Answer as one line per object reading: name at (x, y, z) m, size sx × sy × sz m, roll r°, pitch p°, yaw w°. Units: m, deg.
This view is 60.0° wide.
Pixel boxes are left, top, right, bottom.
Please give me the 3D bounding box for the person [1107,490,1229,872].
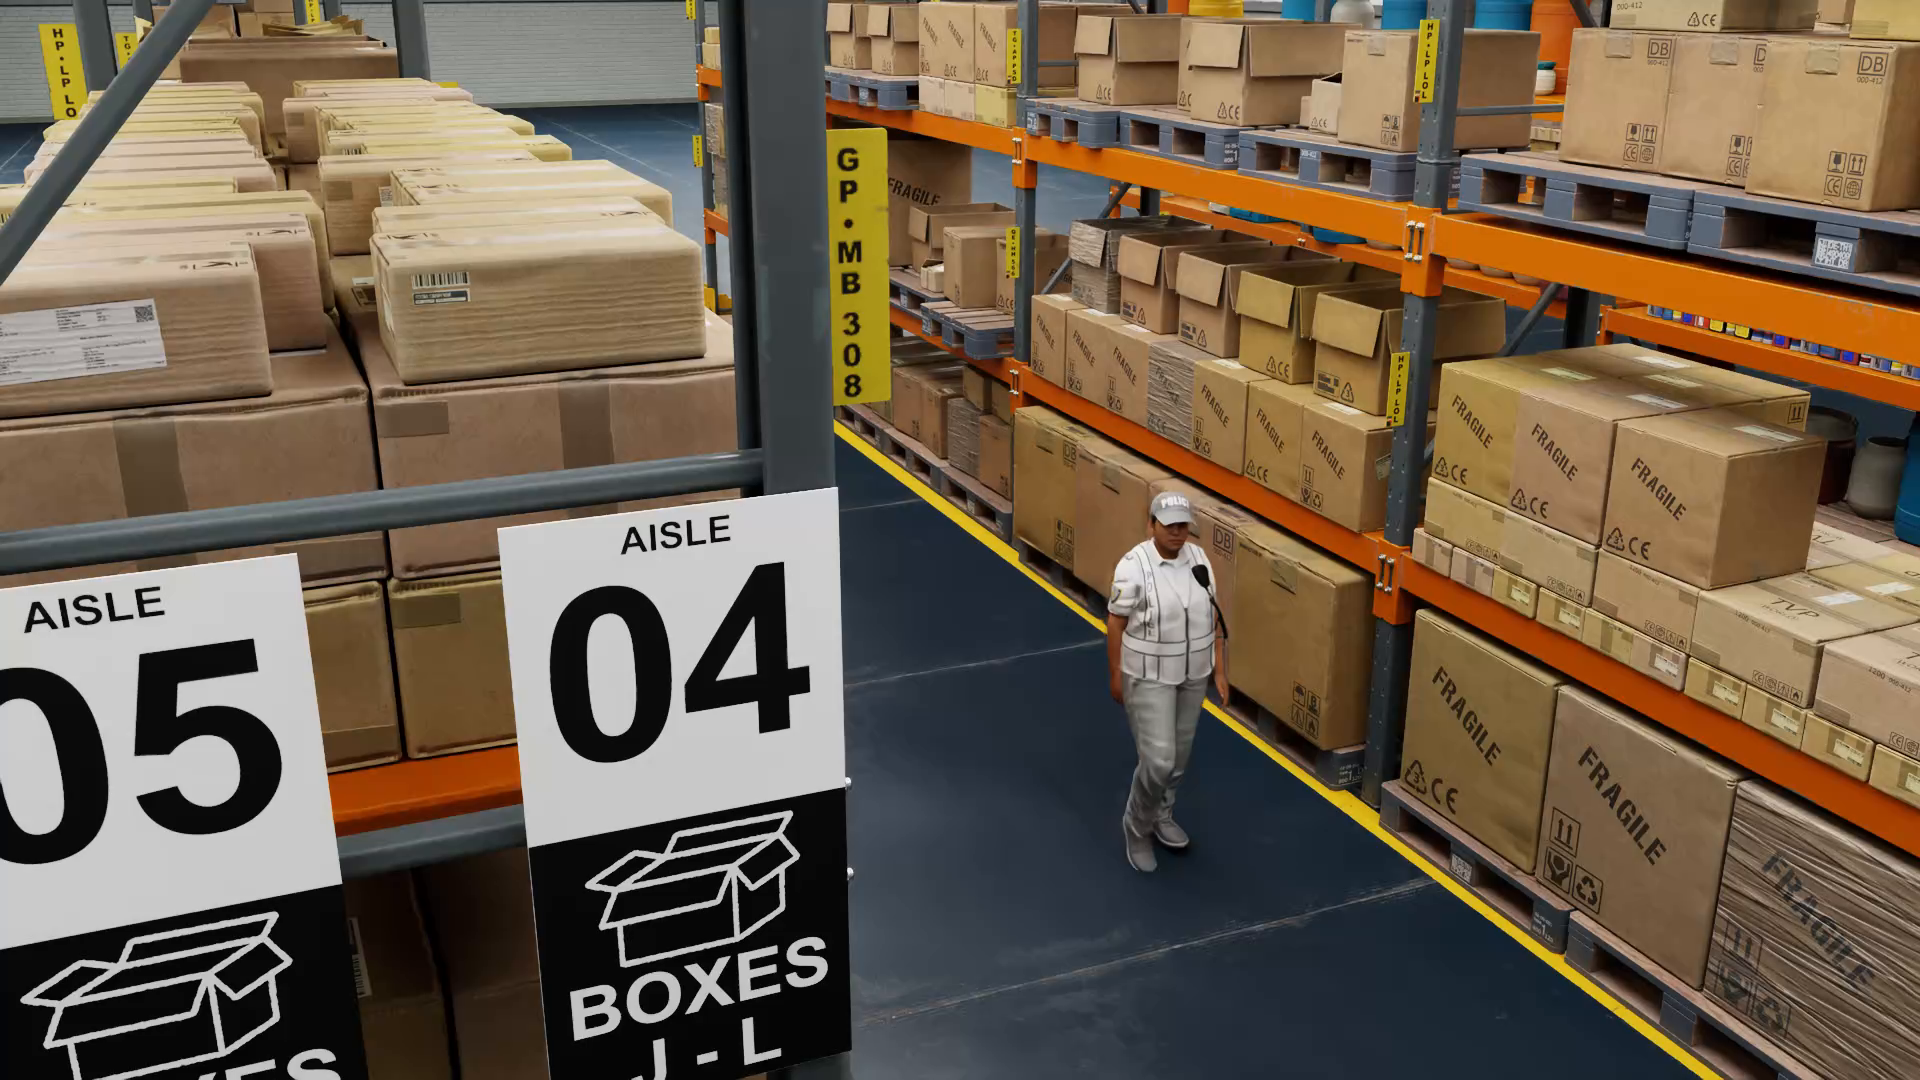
person at (0.922, 0.628, 7.252) m, size 0.479 × 1.712 × 0.475 m, roll -9°, pitch 21°, yaw -23°
